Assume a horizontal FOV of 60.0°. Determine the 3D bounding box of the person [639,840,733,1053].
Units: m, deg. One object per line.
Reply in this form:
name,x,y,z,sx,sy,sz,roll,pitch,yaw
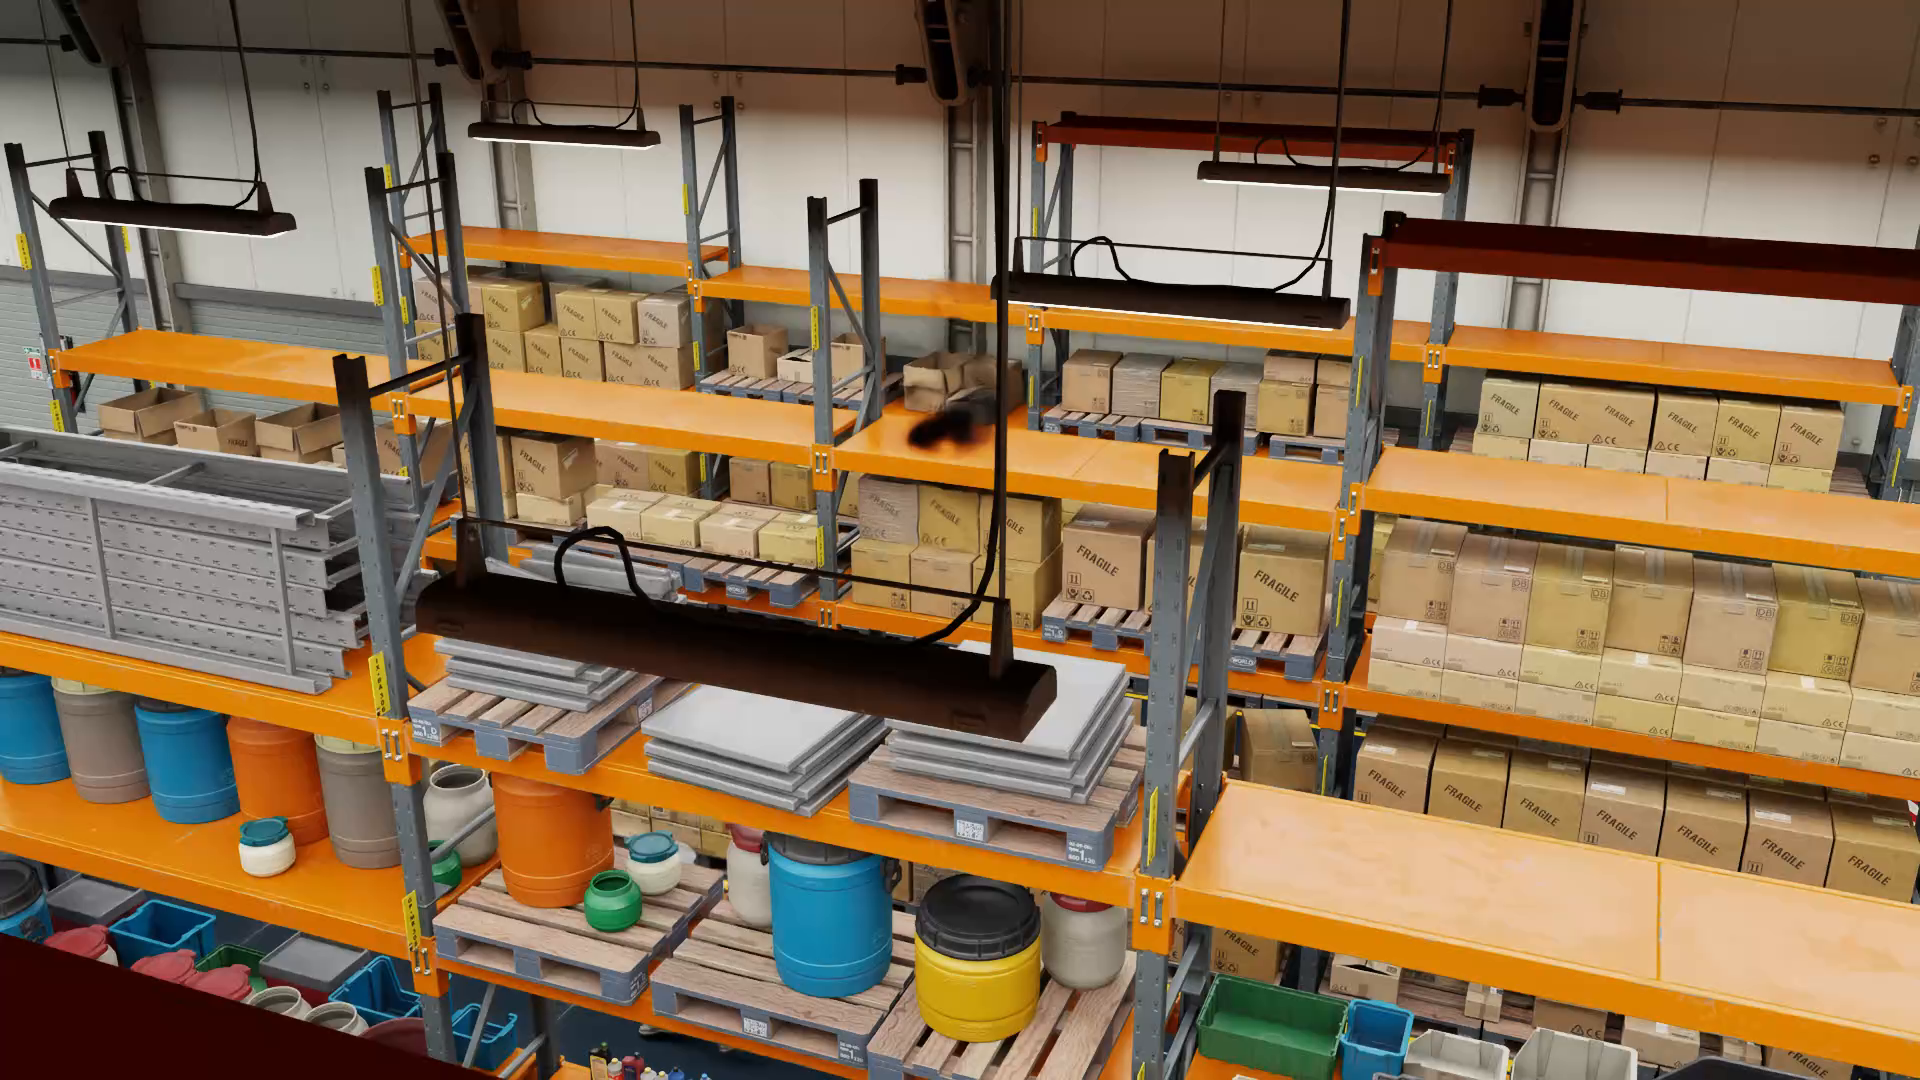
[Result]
person,-1.985,2.971,12.144,0.923,1.697,0.567,6,22,15
